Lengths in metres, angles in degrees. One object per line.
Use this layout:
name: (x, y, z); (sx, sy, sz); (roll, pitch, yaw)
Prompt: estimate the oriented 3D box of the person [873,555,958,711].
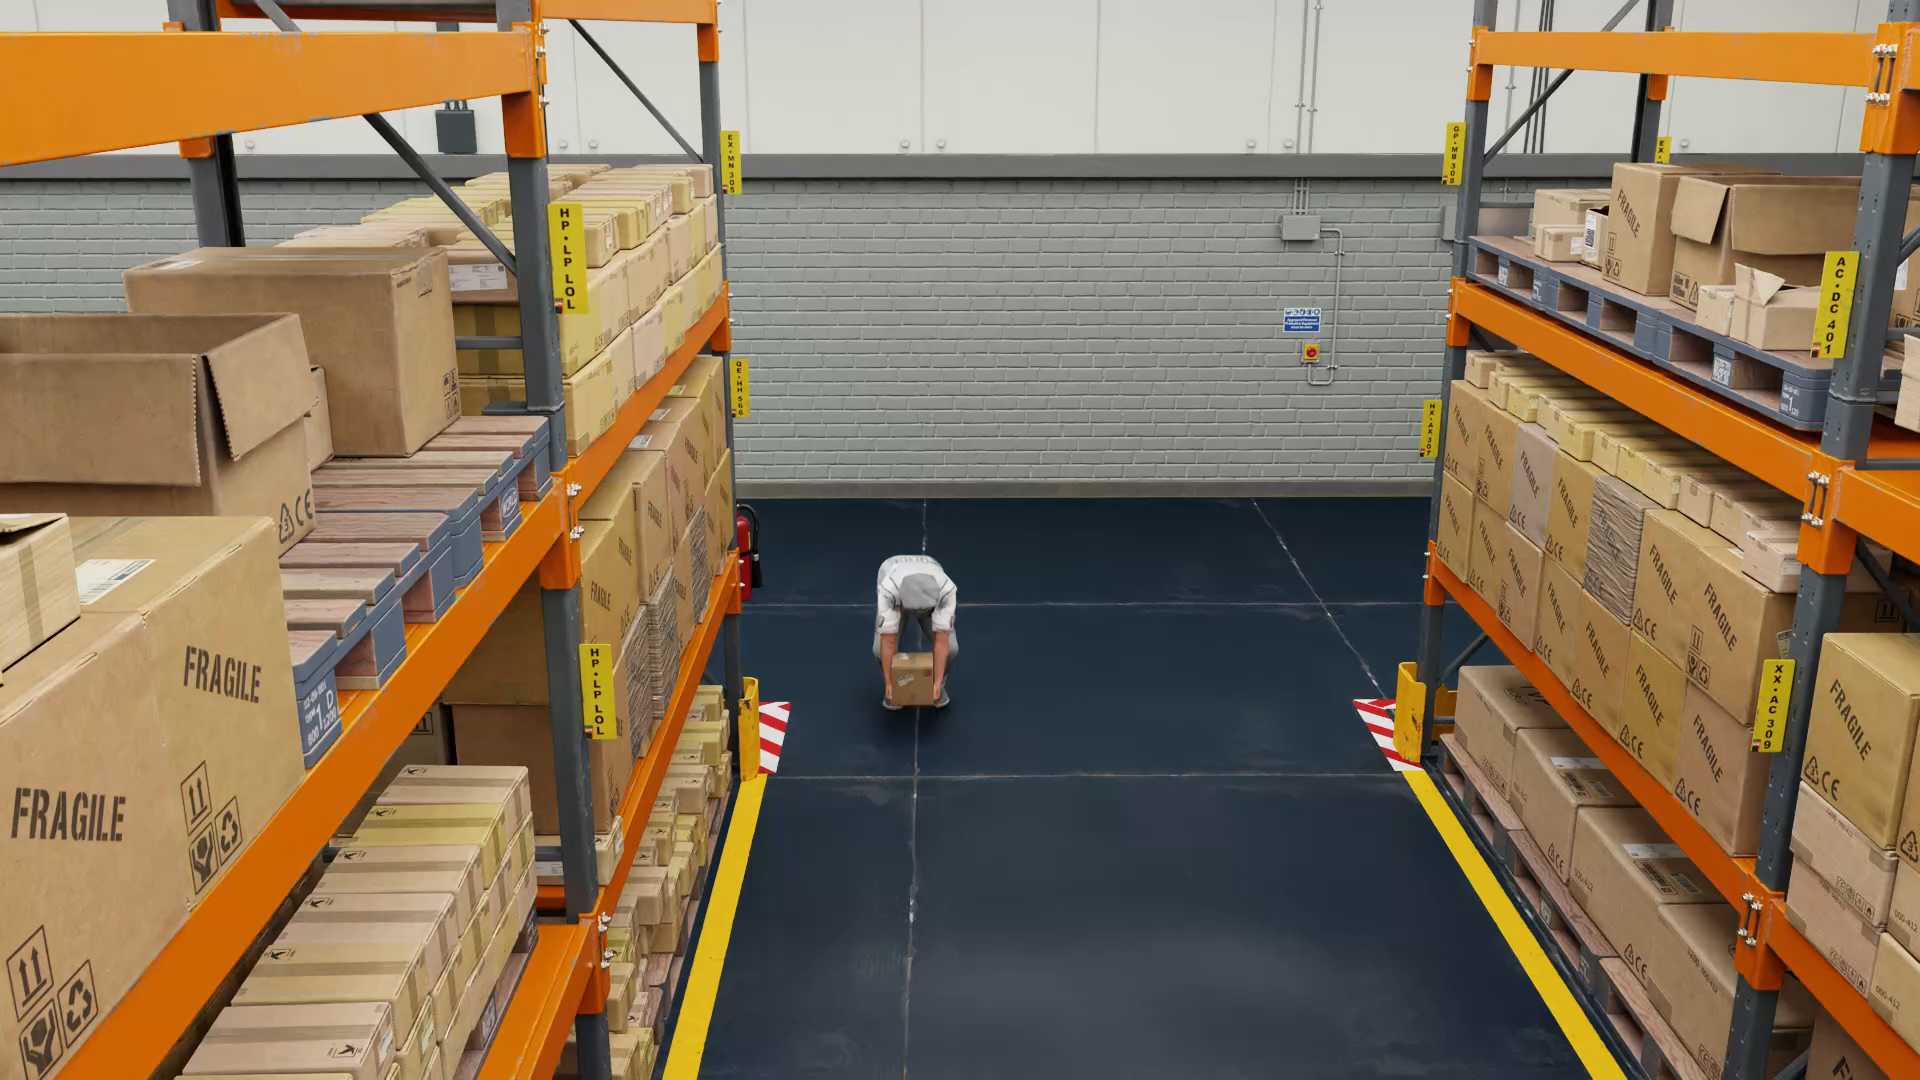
person: (-0.276, 0.587, 10.346); (0.535, 1.035, 1.027); (-1, 17, -3)
